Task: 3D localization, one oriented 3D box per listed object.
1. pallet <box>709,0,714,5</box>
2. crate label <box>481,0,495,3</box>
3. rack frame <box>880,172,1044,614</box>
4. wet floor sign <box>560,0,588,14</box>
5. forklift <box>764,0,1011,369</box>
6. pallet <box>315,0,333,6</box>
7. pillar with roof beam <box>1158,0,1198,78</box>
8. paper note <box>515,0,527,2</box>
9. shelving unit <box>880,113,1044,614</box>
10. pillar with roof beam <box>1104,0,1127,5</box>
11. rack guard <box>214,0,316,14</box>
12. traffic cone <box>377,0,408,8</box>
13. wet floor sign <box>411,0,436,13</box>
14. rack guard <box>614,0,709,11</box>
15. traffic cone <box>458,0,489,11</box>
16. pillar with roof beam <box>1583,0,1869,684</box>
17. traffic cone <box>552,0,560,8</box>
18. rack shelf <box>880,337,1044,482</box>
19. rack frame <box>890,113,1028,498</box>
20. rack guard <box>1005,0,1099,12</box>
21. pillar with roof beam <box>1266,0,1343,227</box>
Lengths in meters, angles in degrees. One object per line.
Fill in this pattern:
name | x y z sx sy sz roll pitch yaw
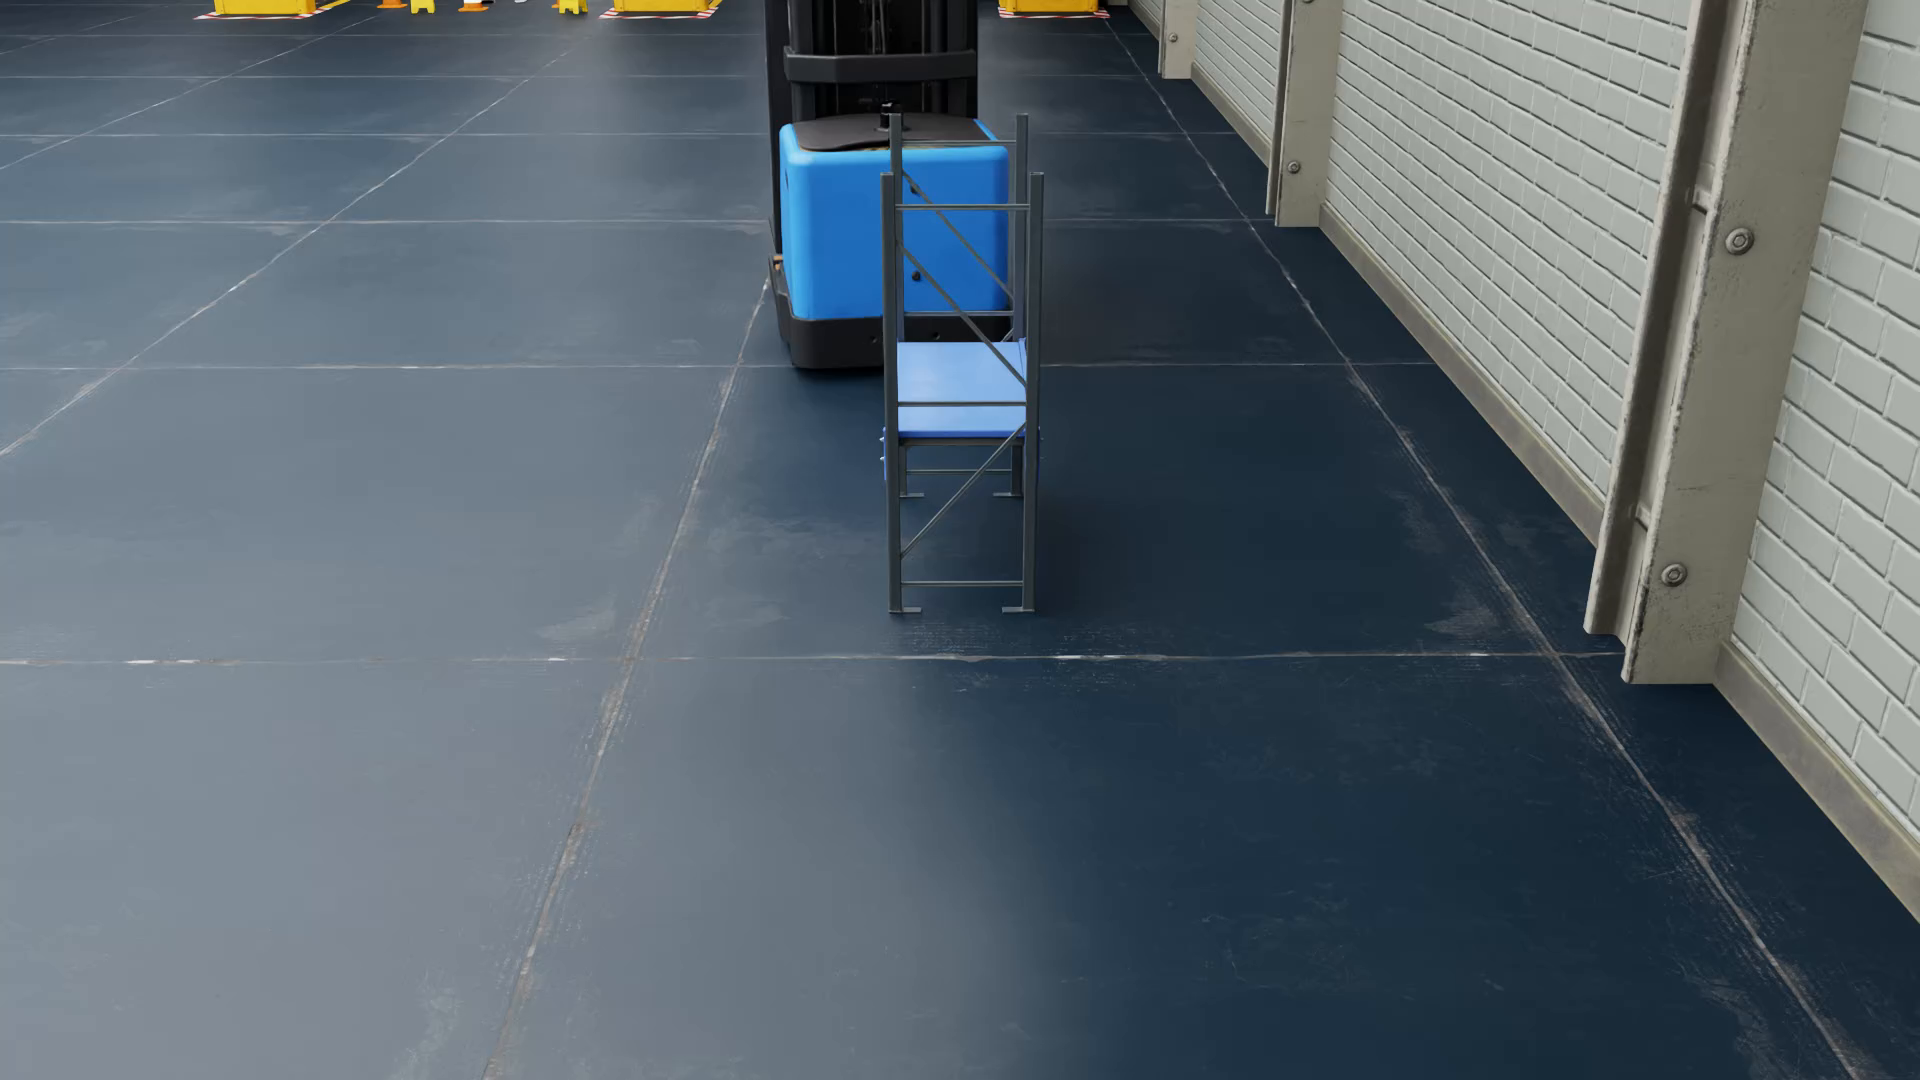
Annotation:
pallet | -3.772 -7.194 21.899 1.003 0.211 1.213 0 24 -1
crate label | -6.269 -7.144 21.878 0.250 0.136 0.298 -14 28 -28
rack frame | 0.006 -0.439 5.400 0.500 1.500 0.032 0 24 -1
wet floor sign | -4.865 -6.942 20.816 0.267 0.644 0.232 8 26 18
forklift | -0.488 -2.721 8.709 1.130 2.935 3.031 -4 25 -8
pallet | -8.833 -7.093 21.676 1.003 0.211 1.213 0 24 -1
pillar with roof beam | -2.180 -8.654 14.465 9.100 9.000 0.400 0 24 -1
paper note | -5.798 -7.126 21.968 0.148 0.019 0.142 -9 26 -19
shelving unit | 0.001 -0.648 5.863 0.538 1.500 1.048 0 24 -1
pillar with roof beam | -2.245 -11.127 19.932 9.100 9.000 0.400 0 24 -1
rack guard | -8.746 -6.885 20.867 1.175 0.500 0.348 0 24 -1
traffic cone | -7.332 -7.103 21.394 0.336 0.463 0.334 0 24 -1
wet floor sign | -6.766 -6.958 20.852 0.267 0.644 0.232 -4 25 -10
rack guard | -3.798 -6.990 21.099 1.175 0.500 0.348 0 24 -1
traffic cone | -6.198 -6.968 21.096 0.336 0.463 0.334 0 24 -1
pillar with roof beam | -2.049 -3.710 3.532 9.100 9.000 0.400 0 24 -1
traffic cone | -5.092 -7.113 21.416 0.336 0.463 0.334 0 24 -1
rack shelf | 0.001 -0.484 5.937 0.538 0.185 1.000 0 24 -1
rack frame | -0.005 -0.858 6.326 0.500 1.500 0.032 0 24 -1
rack guard | 1.166 -6.973 21.061 1.175 0.500 0.348 0 24 -1
pillar with roof beam | -2.114 -6.182 8.999 9.100 9.000 0.400 0 24 -1
